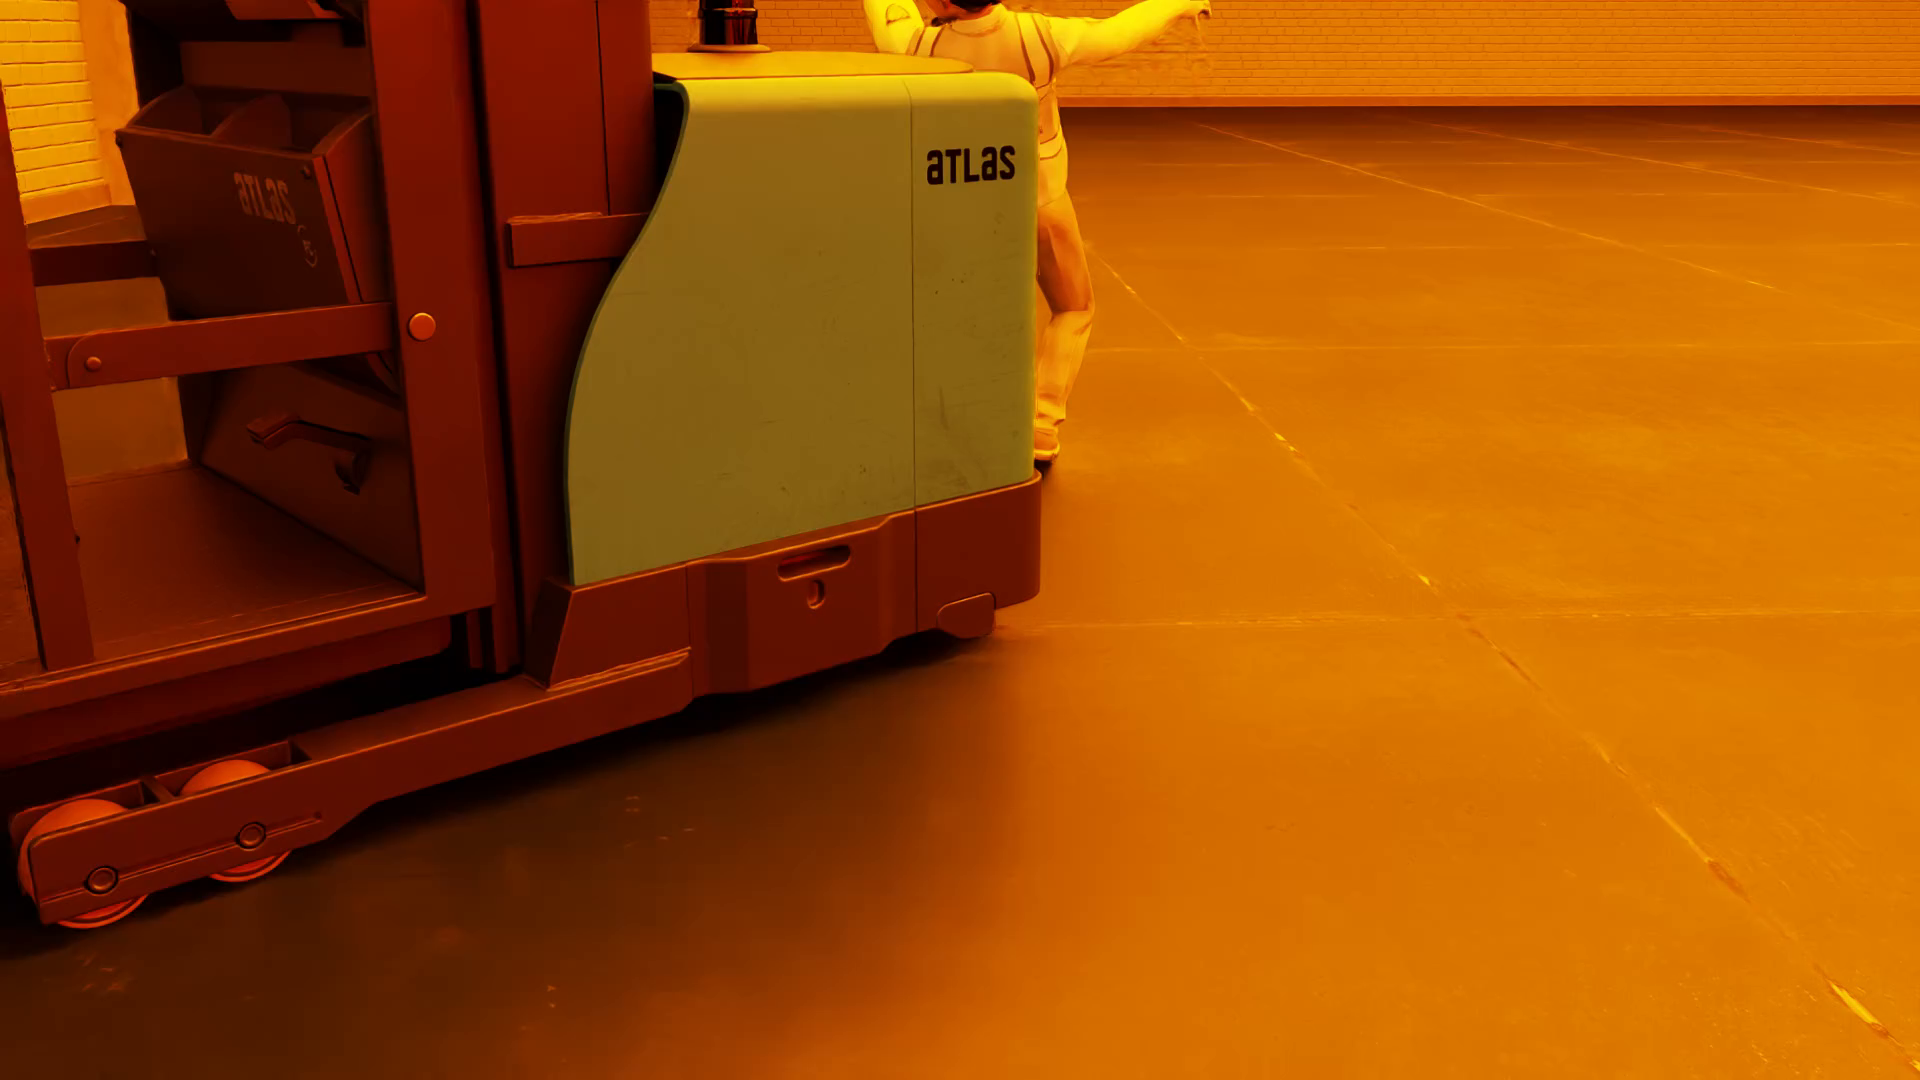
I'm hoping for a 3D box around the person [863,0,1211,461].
[{"bbox_3d":[0.226,-0.927,4.301,0.979,1.511,0.698,-3,17,-10],"label":"person"}]

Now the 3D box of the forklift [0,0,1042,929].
[{"bbox_3d":[-1.283,-1.056,2.359,3.031,2.935,1.130,-14,22,-39],"label":"forklift"}]
